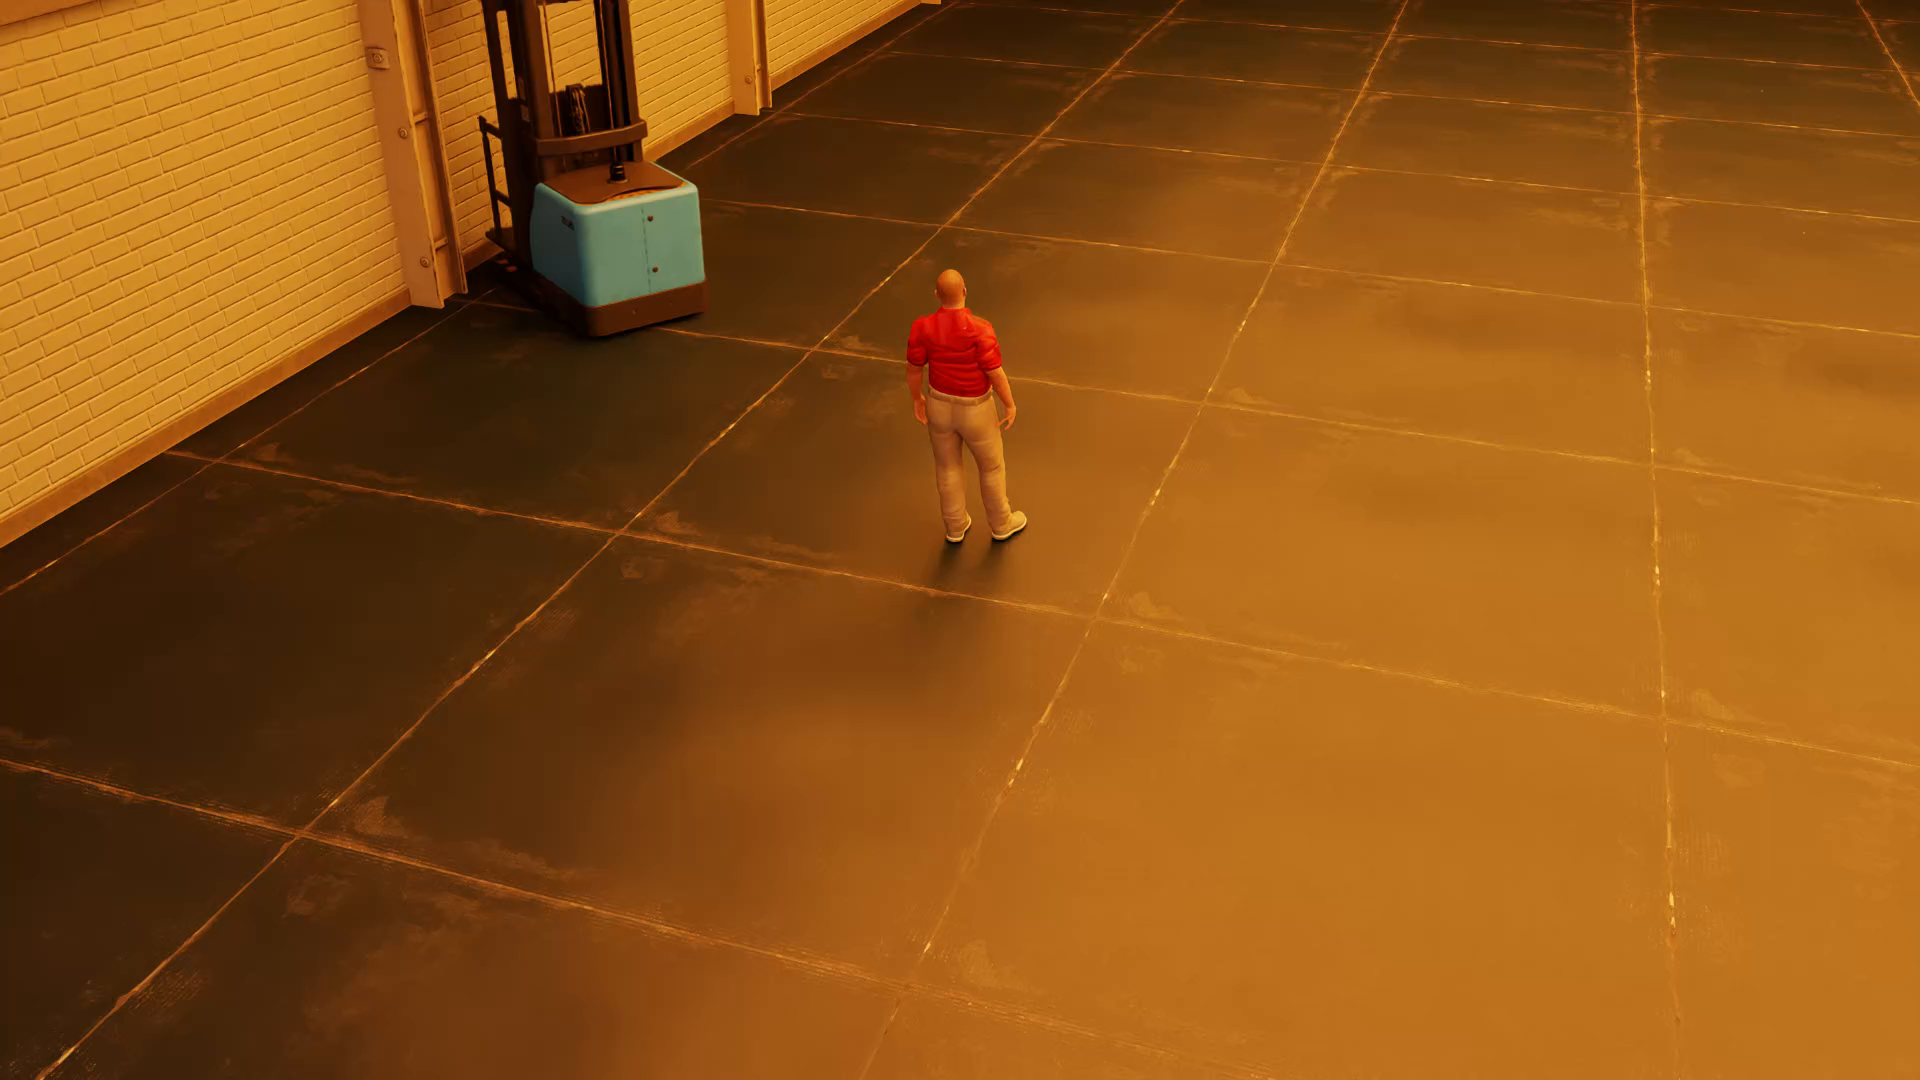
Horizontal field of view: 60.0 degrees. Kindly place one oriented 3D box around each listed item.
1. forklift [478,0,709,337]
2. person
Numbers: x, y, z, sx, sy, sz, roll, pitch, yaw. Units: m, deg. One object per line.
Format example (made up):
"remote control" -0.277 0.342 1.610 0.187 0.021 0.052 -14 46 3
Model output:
"forklift" -3.254 -3.500 13.276 1.130 2.935 3.031 -20 35 -30
"person" 0.040 -0.799 9.735 0.641 1.728 0.550 10 31 16
